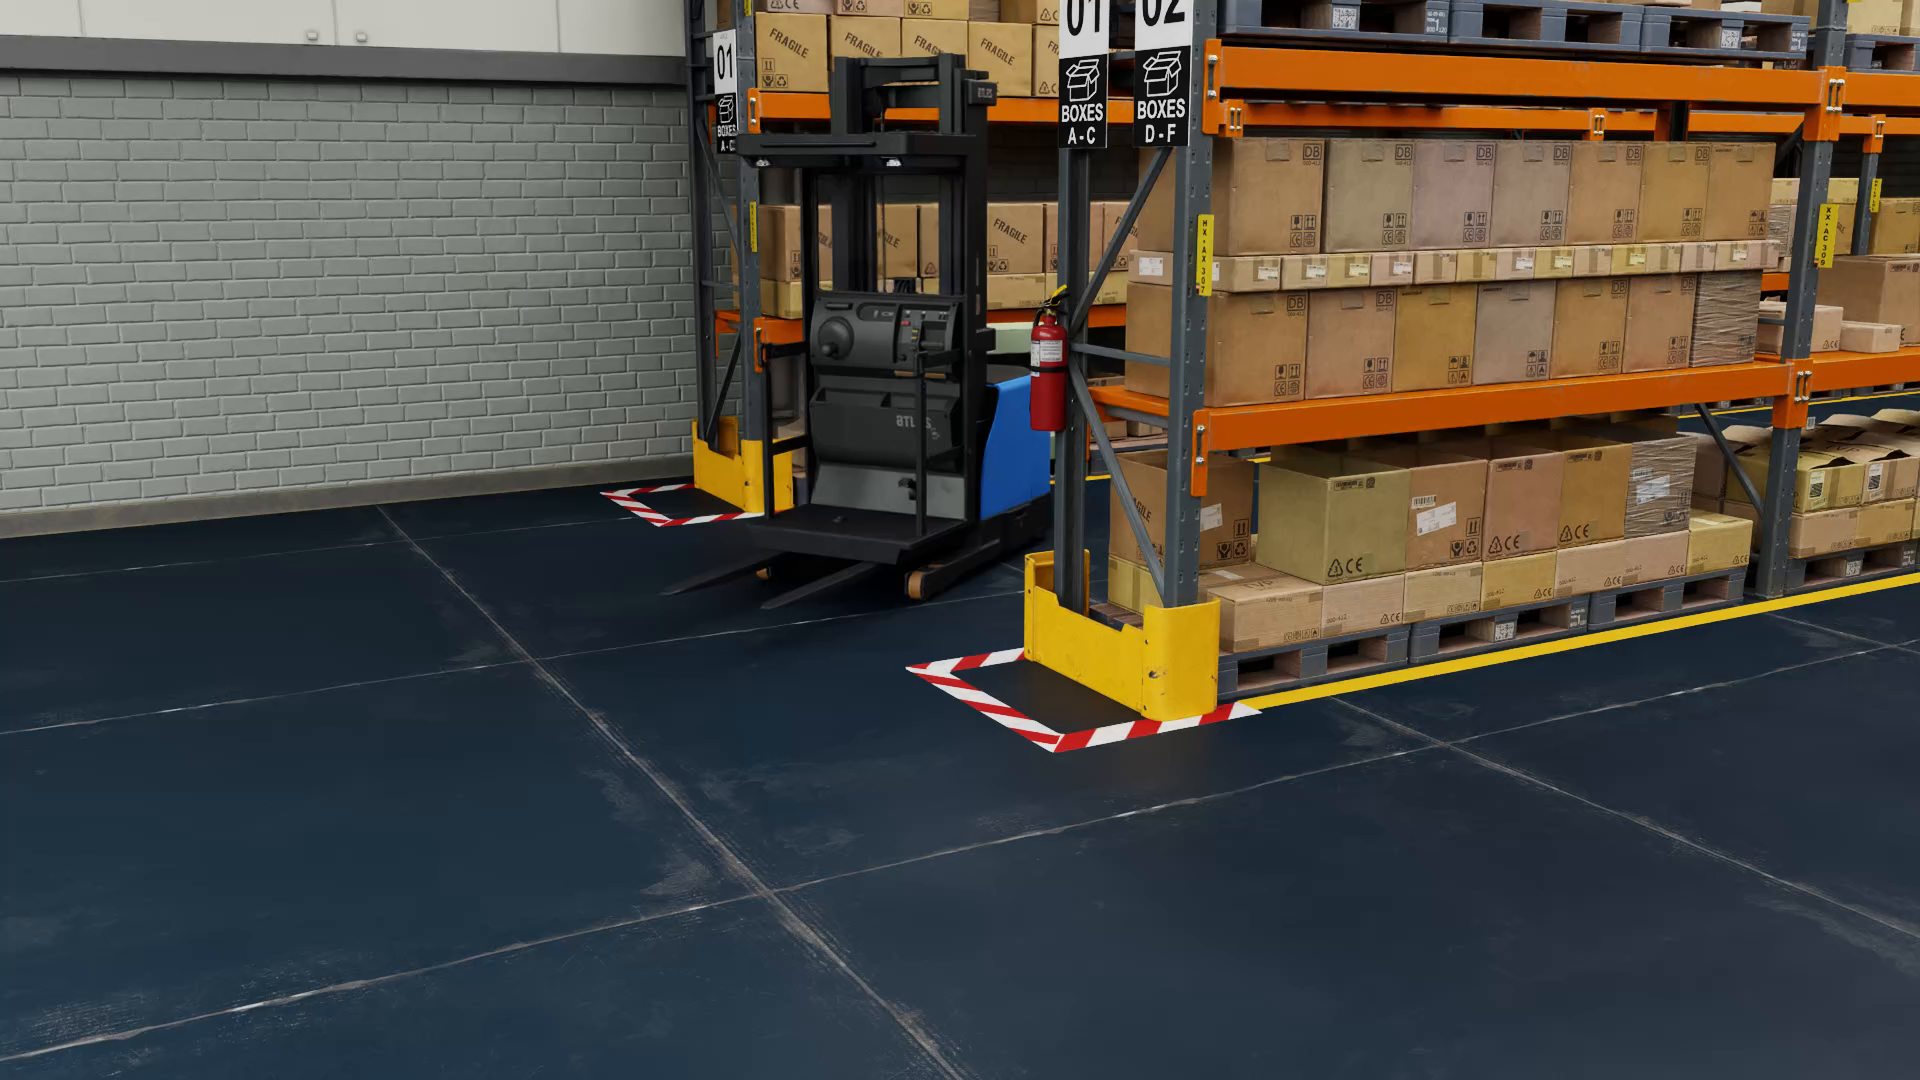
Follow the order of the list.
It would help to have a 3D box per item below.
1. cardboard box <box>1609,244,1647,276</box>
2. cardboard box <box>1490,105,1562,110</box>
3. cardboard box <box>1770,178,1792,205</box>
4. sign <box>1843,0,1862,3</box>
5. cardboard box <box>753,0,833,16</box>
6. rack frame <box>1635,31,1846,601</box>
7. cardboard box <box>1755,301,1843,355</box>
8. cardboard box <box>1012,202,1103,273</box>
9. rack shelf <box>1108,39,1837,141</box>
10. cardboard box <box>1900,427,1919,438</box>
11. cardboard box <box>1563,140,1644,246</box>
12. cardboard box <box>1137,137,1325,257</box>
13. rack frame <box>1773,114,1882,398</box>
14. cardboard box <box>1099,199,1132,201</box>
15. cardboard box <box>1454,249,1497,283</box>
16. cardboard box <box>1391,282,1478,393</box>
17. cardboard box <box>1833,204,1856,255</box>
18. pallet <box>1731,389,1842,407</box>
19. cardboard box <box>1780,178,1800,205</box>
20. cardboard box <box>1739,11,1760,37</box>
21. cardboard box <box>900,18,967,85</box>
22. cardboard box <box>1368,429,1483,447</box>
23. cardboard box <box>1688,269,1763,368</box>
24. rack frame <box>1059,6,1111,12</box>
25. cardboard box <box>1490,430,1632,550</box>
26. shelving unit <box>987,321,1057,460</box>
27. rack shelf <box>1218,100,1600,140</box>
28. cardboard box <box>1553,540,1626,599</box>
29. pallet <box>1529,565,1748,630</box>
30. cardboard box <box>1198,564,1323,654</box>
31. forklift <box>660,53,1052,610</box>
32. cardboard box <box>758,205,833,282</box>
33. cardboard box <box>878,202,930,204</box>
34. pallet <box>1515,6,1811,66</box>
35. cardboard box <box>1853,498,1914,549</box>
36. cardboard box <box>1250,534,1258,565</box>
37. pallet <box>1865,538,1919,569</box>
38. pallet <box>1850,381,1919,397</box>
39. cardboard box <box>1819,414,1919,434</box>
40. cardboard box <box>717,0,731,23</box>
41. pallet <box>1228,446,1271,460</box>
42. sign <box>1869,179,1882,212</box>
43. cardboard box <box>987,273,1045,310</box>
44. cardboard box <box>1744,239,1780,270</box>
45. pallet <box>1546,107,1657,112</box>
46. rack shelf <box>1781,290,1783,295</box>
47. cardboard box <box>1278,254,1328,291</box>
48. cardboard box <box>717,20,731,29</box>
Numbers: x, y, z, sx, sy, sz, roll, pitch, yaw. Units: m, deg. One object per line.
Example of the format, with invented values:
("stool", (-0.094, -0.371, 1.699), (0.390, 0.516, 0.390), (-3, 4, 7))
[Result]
("cardboard box", (3.221, -1.421, 8.386), (0.250, 0.149, 0.380), (-7, 14, -28))
("cardboard box", (4.883, -3.909, 14.474), (0.500, 0.311, 0.500), (-7, 14, -28))
("cardboard box", (7.708, -3.394, 16.198), (0.500, 0.250, 0.500), (-7, 14, -27))
("sign", (4.519, -2.880, 8.384), (0.005, 0.325, 0.100), (-7, 14, -28))
("cardboard box", (-1.182, -3.769, 11.143), (0.500, 0.500, 0.500), (-8, 15, -32))
("rack frame", (4.251, -1.232, 9.253), (0.127, 3.000, 1.000), (-7, 14, -28))
("cardboard box", (4.663, -1.219, 9.537), (0.500, 0.250, 0.500), (-6, 14, -24))
("cardboard box", (0.725, -2.275, 12.475), (0.500, 0.500, 0.500), (-7, 15, -29))
("rack shelf", (2.496, -2.134, 8.068), (4.000, 0.370, 1.077), (-7, 14, -28))
("cardboard box", (6.082, -0.527, 10.147), (0.500, 0.311, 0.500), (-6, 14, -26))
("cardboard box", (2.982, -1.760, 8.416), (0.500, 0.500, 0.700), (-7, 14, -28))
("cardboard box", (1.203, -1.545, 7.462), (0.500, 0.500, 0.700), (-7, 14, -28))
("rack frame", (8.896, -3.028, 17.233), (0.127, 3.000, 1.000), (-7, 14, -28))
("cardboard box", (1.362, -2.480, 13.384), (0.500, 0.500, 0.500), (-7, 15, -29))
("cardboard box", (2.318, -1.312, 7.904), (0.250, 0.149, 0.380), (-7, 14, -29))
("cardboard box", (2.054, -1.014, 8.056), (0.500, 0.500, 0.700), (-7, 14, -27))
("cardboard box", (8.612, -3.135, 16.755), (0.500, 0.500, 0.500), (-7, 15, -29))
("pallet", (8.255, -1.572, 17.114), (1.213, 0.211, 1.003), (-7, 14, -28))
("cardboard box", (8.156, -3.447, 16.437), (0.500, 0.250, 0.500), (-6, 14, -27))
("cardboard box", (7.584, -4.993, 16.192), (0.500, 0.250, 0.500), (-7, 15, -30))
("cardboard box", (-0.281, -3.380, 11.690), (0.500, 0.500, 0.500), (-6, 14, -25))
("cardboard box", (2.379, -0.315, 8.775), (0.500, 0.500, 0.500), (-7, 14, -28))
("cardboard box", (3.865, -1.233, 9.029), (0.500, 0.500, 0.700), (-7, 15, -29))
("rack frame", (0.740, -3.738, 6.725), (0.127, 3.000, 1.000), (-7, 14, -28))
("cardboard box", (3.068, -0.267, 8.562), (0.500, 0.500, 0.500), (-7, 14, -28))
("shelving unit", (0.417, -0.884, 11.122), (0.755, 1.500, 0.431), (-5, 14, -20))
("rack shelf", (3.630, -3.509, 14.178), (4.000, 0.370, 1.077), (-7, 14, -28))
("cardboard box", (3.074, 0.101, 8.633), (0.500, 0.250, 0.500), (-7, 14, -28))
("pallet", (3.533, 0.204, 9.223), (1.213, 0.211, 1.003), (-7, 14, -28))
("cardboard box", (1.318, 0.311, 7.699), (0.500, 0.250, 0.500), (-7, 14, -28))
("forklift", (-0.532, -1.207, 9.296), (1.130, 2.935, 3.031), (6, 14, 26))
("cardboard box", (-1.073, -2.061, 11.521), (0.500, 0.500, 0.500), (-7, 14, -28))
("cardboard box", (-0.426, -2.265, 12.430), (0.500, 0.500, 0.500), (-7, 15, -29))
("pallet", (3.515, -2.558, 8.513), (1.213, 0.211, 1.003), (-7, 14, -28))
("cardboard box", (5.173, -0.144, 9.723), (0.500, 0.250, 0.500), (-6, 14, -26))
("cardboard box", (1.503, 0.157, 8.387), (0.500, 0.250, 0.500), (-7, 14, -28))
("pallet", (5.952, -0.086, 10.511), (1.213, 0.211, 1.003), (-7, 14, -28))
("pallet", (9.601, -1.733, 17.828), (1.213, 0.211, 1.003), (-7, 14, -28))
("cardboard box", (5.805, -0.627, 10.594), (0.500, 0.311, 0.500), (-7, 14, -29))
("cardboard box", (-1.383, -3.871, 11.597), (0.500, 0.500, 0.500), (-6, 14, -25))
("pallet", (2.557, -0.908, 14.165), (1.213, 0.211, 1.003), (-7, 14, -28))
("sign", (9.165, -3.451, 16.654), (0.005, 0.325, 0.100), (-7, 14, -28))
("cardboard box", (0.288, -1.855, 12.316), (0.500, 0.250, 0.500), (-7, 14, -27))
("cardboard box", (4.115, -1.528, 8.860), (0.250, 0.149, 0.380), (-7, 14, -28))
("pallet", (5.925, -4.057, 15.401), (1.003, 0.211, 1.213), (-6, 14, -25))
("rack shelf", (10.652, -2.888, 18.247), (4.000, 0.370, 1.077), (-7, 14, -28))
("cardboard box", (1.419, -1.205, 7.426), (0.250, 0.149, 0.380), (-7, 15, -29))
("cardboard box", (-1.391, -3.380, 11.693), (0.500, 0.500, 0.500), (-6, 14, -24))
